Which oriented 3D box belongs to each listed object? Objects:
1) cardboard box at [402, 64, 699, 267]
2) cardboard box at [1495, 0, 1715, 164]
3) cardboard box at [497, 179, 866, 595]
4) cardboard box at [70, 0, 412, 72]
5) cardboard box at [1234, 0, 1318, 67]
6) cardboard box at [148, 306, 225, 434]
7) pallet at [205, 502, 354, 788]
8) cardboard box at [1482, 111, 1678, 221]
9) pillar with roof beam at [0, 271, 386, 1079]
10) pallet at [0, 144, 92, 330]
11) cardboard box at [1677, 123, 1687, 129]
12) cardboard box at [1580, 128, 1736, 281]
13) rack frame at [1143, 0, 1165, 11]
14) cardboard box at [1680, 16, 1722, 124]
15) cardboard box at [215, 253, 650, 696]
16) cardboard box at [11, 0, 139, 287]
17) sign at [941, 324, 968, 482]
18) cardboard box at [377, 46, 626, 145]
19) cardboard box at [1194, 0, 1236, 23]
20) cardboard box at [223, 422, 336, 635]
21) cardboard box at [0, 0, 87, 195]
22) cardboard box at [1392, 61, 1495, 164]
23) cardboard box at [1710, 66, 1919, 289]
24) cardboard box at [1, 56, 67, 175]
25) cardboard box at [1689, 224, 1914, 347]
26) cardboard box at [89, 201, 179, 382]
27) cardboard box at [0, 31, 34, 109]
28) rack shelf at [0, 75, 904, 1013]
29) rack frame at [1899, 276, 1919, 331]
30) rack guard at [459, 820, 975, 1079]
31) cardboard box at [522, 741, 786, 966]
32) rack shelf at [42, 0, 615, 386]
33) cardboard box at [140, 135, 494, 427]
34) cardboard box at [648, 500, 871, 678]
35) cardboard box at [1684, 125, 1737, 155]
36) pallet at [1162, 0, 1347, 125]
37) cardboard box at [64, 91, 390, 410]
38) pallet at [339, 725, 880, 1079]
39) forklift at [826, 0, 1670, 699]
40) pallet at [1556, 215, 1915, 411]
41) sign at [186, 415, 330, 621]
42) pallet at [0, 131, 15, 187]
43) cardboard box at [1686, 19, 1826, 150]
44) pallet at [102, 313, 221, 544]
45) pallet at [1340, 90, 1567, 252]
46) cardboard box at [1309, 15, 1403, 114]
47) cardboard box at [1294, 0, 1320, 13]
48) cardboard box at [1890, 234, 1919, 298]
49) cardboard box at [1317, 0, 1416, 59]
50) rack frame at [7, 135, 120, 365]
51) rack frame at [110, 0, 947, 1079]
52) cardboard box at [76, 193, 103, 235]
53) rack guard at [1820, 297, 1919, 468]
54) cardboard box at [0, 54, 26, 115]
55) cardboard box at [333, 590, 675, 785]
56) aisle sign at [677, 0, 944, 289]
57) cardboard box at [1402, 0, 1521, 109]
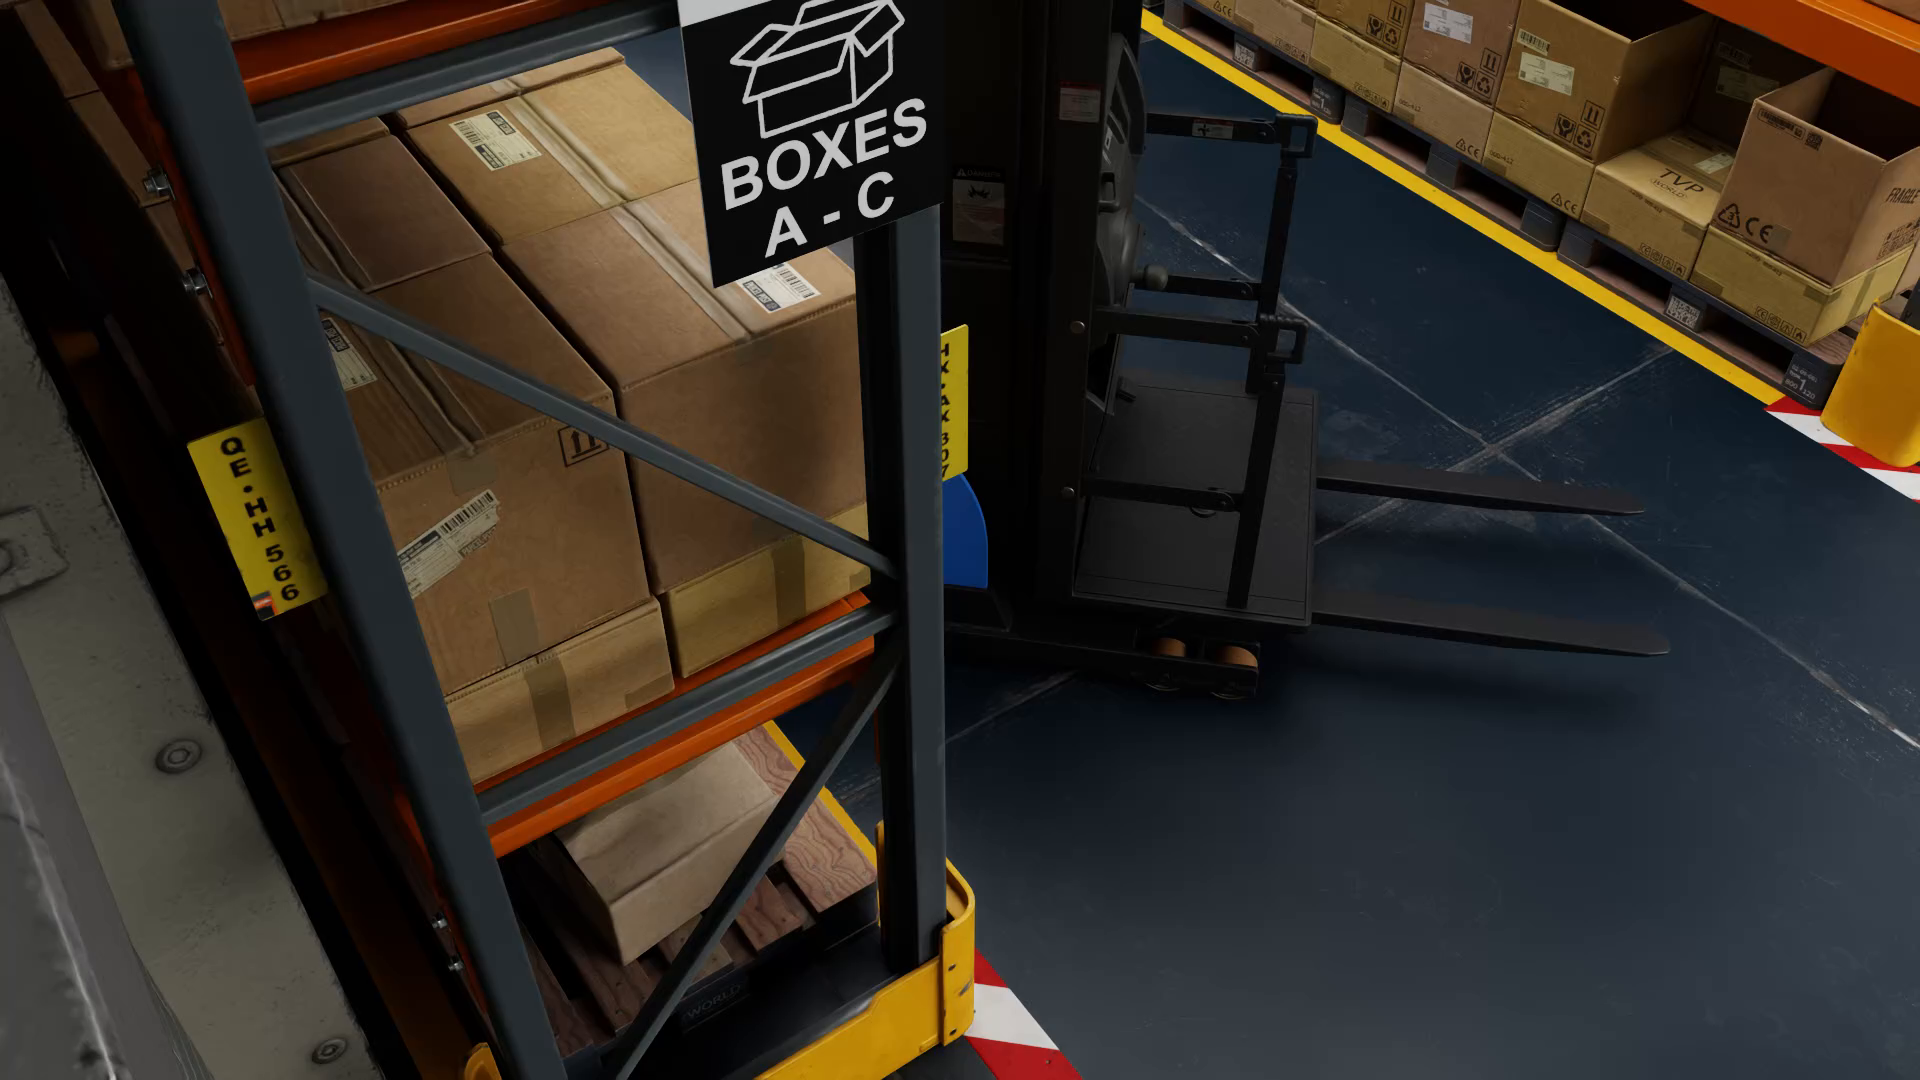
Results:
[{"bbox_3d":[-0.775,-0.596,3.458,0.500,0.500,0.500,-26,49,-24],"label":"cardboard box"},{"bbox_3d":[2.452,-1.833,6.347,0.500,0.500,0.500,-26,49,-24],"label":"cardboard box"},{"bbox_3d":[-0.500,-0.312,3.160,0.500,0.500,0.500,-26,49,-24],"label":"cardboard box"},{"bbox_3d":[-0.920,-0.963,2.032,0.500,0.500,0.500,-22,48,-22],"label":"cardboard box"},{"bbox_3d":[1.598,-2.413,7.497,0.500,0.250,0.500,-26,49,-24],"label":"cardboard box"},{"bbox_3d":[-1.497,-0.413,3.809,0.500,0.250,0.500,-26,49,-25],"label":"cardboard box"},{"bbox_3d":[-1.647,0.102,5.195,1.003,0.211,1.213,-26,49,-24],"label":"pallet"},{"bbox_3d":[2.455,-1.563,6.607,0.500,0.250,0.500,-26,49,-24],"label":"cardboard box"},{"bbox_3d":[1.948,-3.624,2.734,9.100,9.000,0.400,-26,49,-24],"label":"pillar with roof beam"},{"bbox_3d":[-3.208,-1.396,6.764,1.003,0.211,1.213,-26,49,-24],"label":"pallet"},{"bbox_3d":[2.888,-1.772,6.825,0.500,0.250,0.500,-26,49,-24],"label":"cardboard box"},{"bbox_3d":[2.742,-1.280,6.311,0.500,0.250,0.500,-26,49,-24],"label":"cardboard box"},{"bbox_3d":[1.299,-3.923,7.392,1.000,3.000,0.127,-26,49,-24],"label":"rack frame"},{"bbox_3d":[2.879,-2.038,6.562,0.500,0.500,0.500,-26,49,-24],"label":"cardboard box"},{"bbox_3d":[-0.917,-0.106,2.945,0.500,0.500,0.500,-26,50,-25],"label":"cardboard box"},{"bbox_3d":[-1.785,-0.971,3.851,0.500,0.500,0.500,-25,49,-24],"label":"cardboard box"},{"bbox_3d":[-0.029,-0.226,2.893,0.100,0.325,0.005,-26,49,-24],"label":"sign"},{"bbox_3d":[-1.065,-0.891,3.767,0.500,0.500,0.500,-27,50,-26],"label":"cardboard box"},{"bbox_3d":[1.316,-2.698,7.796,0.500,0.250,0.500,-26,49,-24],"label":"cardboard box"},{"bbox_3d":[-1.205,-0.130,3.513,0.500,0.250,0.500,-24,49,-23],"label":"cardboard box"},{"bbox_3d":[-2.091,-1.261,4.154,0.500,0.500,0.500,-24,49,-23],"label":"cardboard box"},{"bbox_3d":[2.170,-1.847,6.904,0.500,0.250,0.500,-26,49,-24],"label":"cardboard box"},{"bbox_3d":[3.037,-1.272,5.759,0.500,0.500,0.500,-26,49,-24],"label":"cardboard box"},{"bbox_3d":[-2.366,-1.284,4.722,0.500,0.250,0.500,-27,50,-26],"label":"cardboard box"},{"bbox_3d":[3.038,-1.002,6.019,0.500,0.250,0.500,-26,49,-24],"label":"cardboard box"},{"bbox_3d":[-1.788,-0.698,4.108,0.500,0.250,0.500,-25,49,-24],"label":"cardboard box"},{"bbox_3d":[-2.371,-1.545,4.452,0.500,0.500,0.500,-26,49,-25],"label":"cardboard box"},{"bbox_3d":[-1.618,-0.571,4.402,1.077,0.370,4.000,-26,49,-24],"label":"rack shelf"},{"bbox_3d":[3.587,-1.658,5.019,1.000,3.000,0.127,-26,49,-24],"label":"rack frame"},{"bbox_3d":[-0.517,1.162,3.875,1.175,0.500,0.348,-26,49,-24],"label":"rack guard"},{"bbox_3d":[-0.795,0.687,4.191,0.500,0.311,0.500,-31,52,-29],"label":"cardboard box"},{"bbox_3d":[-1.618,-1.656,3.366,1.077,0.370,4.000,-26,49,-24],"label":"rack shelf"},{"bbox_3d":[-1.197,-0.395,3.247,0.500,0.500,0.500,-25,49,-24],"label":"cardboard box"},{"bbox_3d":[-0.492,-0.054,3.433,0.500,0.250,0.500,-27,50,-26],"label":"cardboard box"},{"bbox_3d":[3.174,-1.488,6.529,0.500,0.250,0.500,-26,49,-24],"label":"cardboard box"},{"bbox_3d":[1.720,-2.448,7.866,1.003,0.211,1.213,-26,49,-24],"label":"pallet"},{"bbox_3d":[-1.497,-0.686,3.552,0.500,0.500,0.500,-27,50,-25],"label":"cardboard box"},{"bbox_3d":[-0.953,0.793,4.471,1.003,0.211,1.213,-26,49,-24],"label":"pallet"},{"bbox_3d":[0.614,-0.984,4.363,3.031,2.935,1.130,7,44,7],"label":"forklift"},{"bbox_3d":[3.116,-1.066,6.418,1.003,0.211,1.213,-26,49,-24],"label":"pallet"},{"bbox_3d":[-0.940,-0.024,2.240,0.100,0.325,0.005,-26,49,-24],"label":"sign"},{"bbox_3d":[-3.910,-2.087,7.489,1.003,0.211,1.213,-26,49,-24],"label":"pallet"},{"bbox_3d":[3.175,-1.760,6.270,0.500,0.500,0.500,-26,49,-24],"label":"cardboard box"},{"bbox_3d":[-2.349,-0.589,5.919,1.003,0.211,1.213,-26,49,-24],"label":"pallet"},{"bbox_3d":[2.422,-1.756,7.141,1.003,0.211,1.213,-26,49,-24],"label":"pallet"},{"bbox_3d":[1.879,-2.128,7.198,0.500,0.250,0.500,-26,49,-24],"label":"cardboard box"},{"bbox_3d":[1.600,-2.685,7.239,0.500,0.500,0.500,-26,49,-24],"label":"cardboard box"},{"bbox_3d":[3.463,-1.207,6.234,0.500,0.250,0.500,-26,49,-24],"label":"cardboard box"},{"bbox_3d":[1.880,-2.399,6.940,0.500,0.500,0.500,-26,49,-24],"label":"cardboard box"},{"bbox_3d":[-2.762,-1.964,5.340,1.000,3.000,0.127,-26,49,-24],"label":"rack frame"},{"bbox_3d":[-0.473,0.301,2.967,1.000,3.000,0.127,-26,49,-24],"label":"rack frame"},{"bbox_3d":[-2.062,-0.992,4.415,0.500,0.250,0.500,-27,50,-25],"label":"cardboard box"},{"bbox_3d":[3.601,-0.740,5.868,1.175,0.500,0.348,-26,49,-24],"label":"rack guard"},{"bbox_3d":[-2.669,-1.566,5.017,0.500,0.250,0.500,-25,49,-24],"label":"cardboard box"},{"bbox_3d":[-0.900,0.160,3.209,0.500,0.250,0.500,-25,49,-24],"label":"cardboard box"},{"bbox_3d":[-0.186,-0.717,2.151,0.394,0.787,0.004,-26,49,-24],"label":"aisle sign"},{"bbox_3d":[2.167,-2.117,6.644,0.500,0.500,0.500,-26,49,-24],"label":"cardboard box"}]
